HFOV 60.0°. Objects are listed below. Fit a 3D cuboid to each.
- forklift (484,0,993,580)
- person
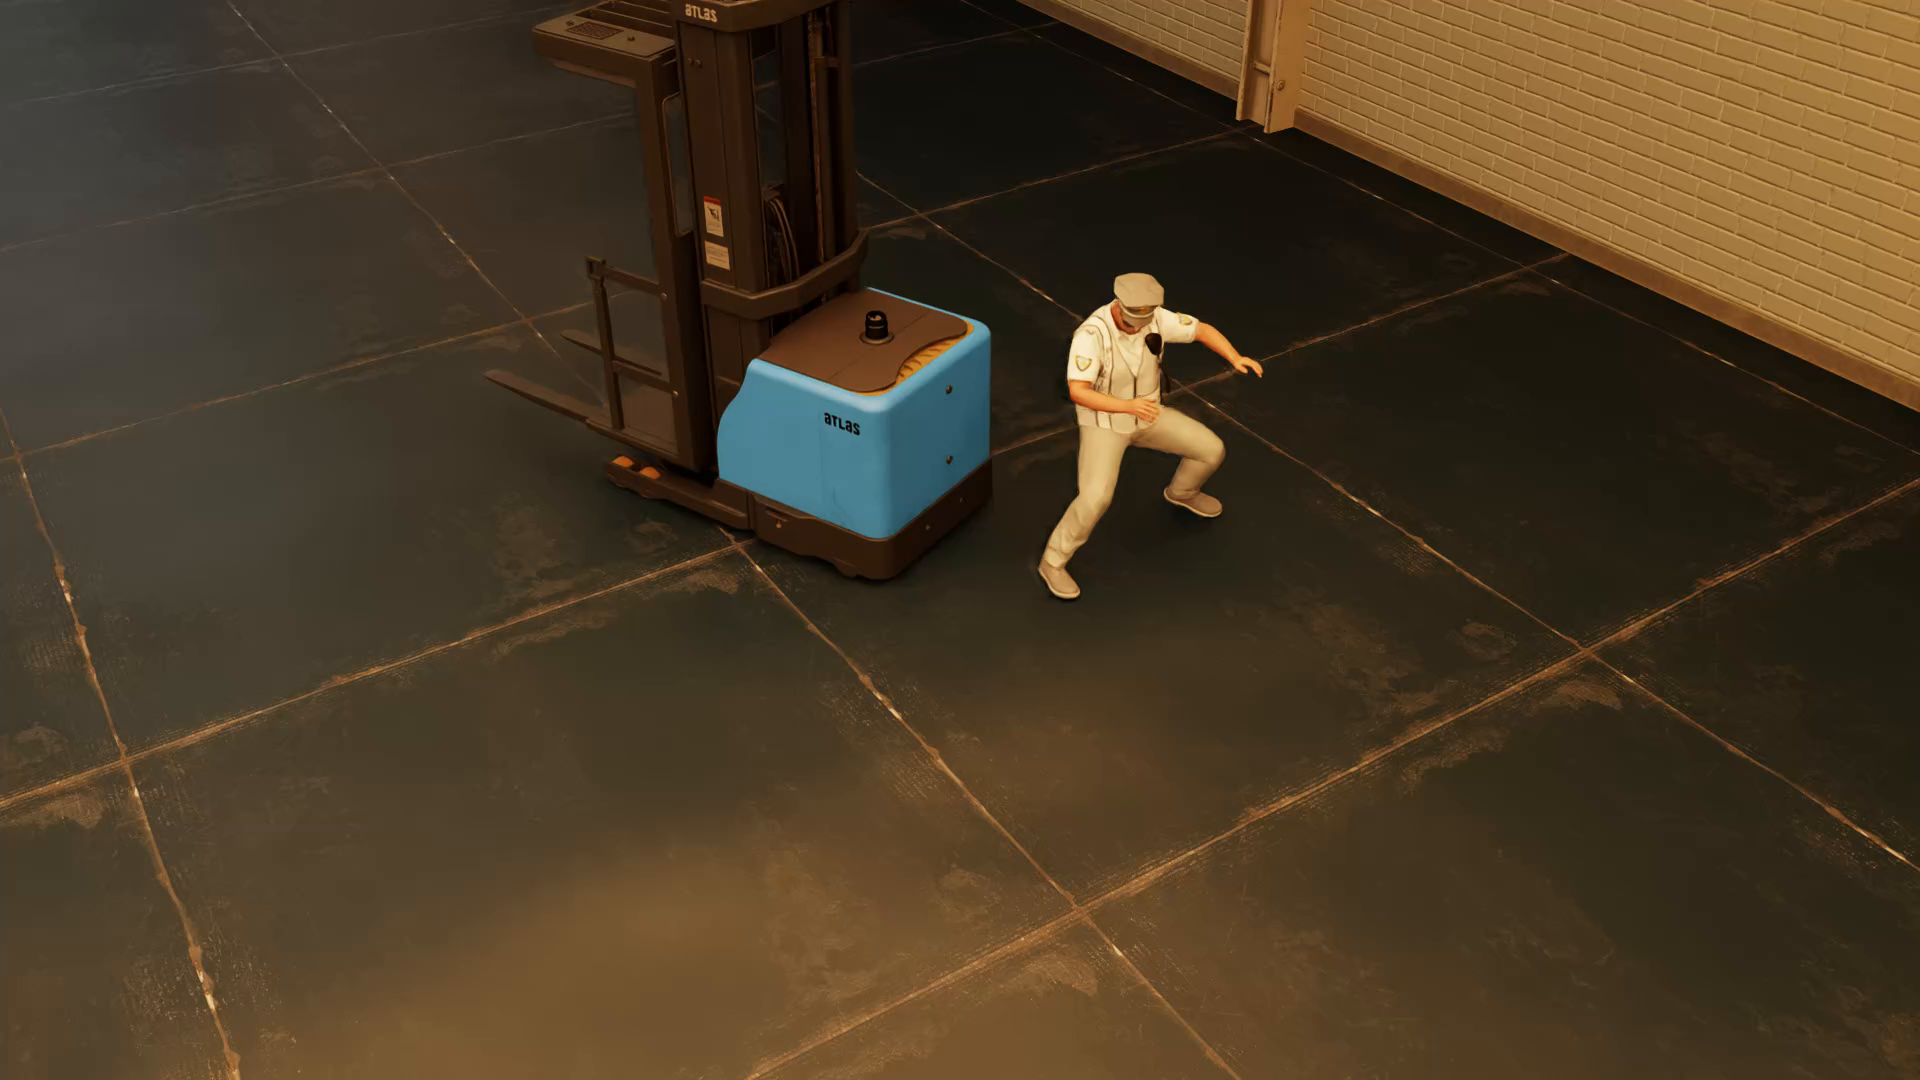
[{"bbox_3d":[-1.335,-1.655,8.502,3.031,2.935,1.130,21,40,27],"label":"forklift"},{"bbox_3d":[0.893,-0.592,8.224,1.151,1.497,0.746,-14,38,-19],"label":"person"}]
